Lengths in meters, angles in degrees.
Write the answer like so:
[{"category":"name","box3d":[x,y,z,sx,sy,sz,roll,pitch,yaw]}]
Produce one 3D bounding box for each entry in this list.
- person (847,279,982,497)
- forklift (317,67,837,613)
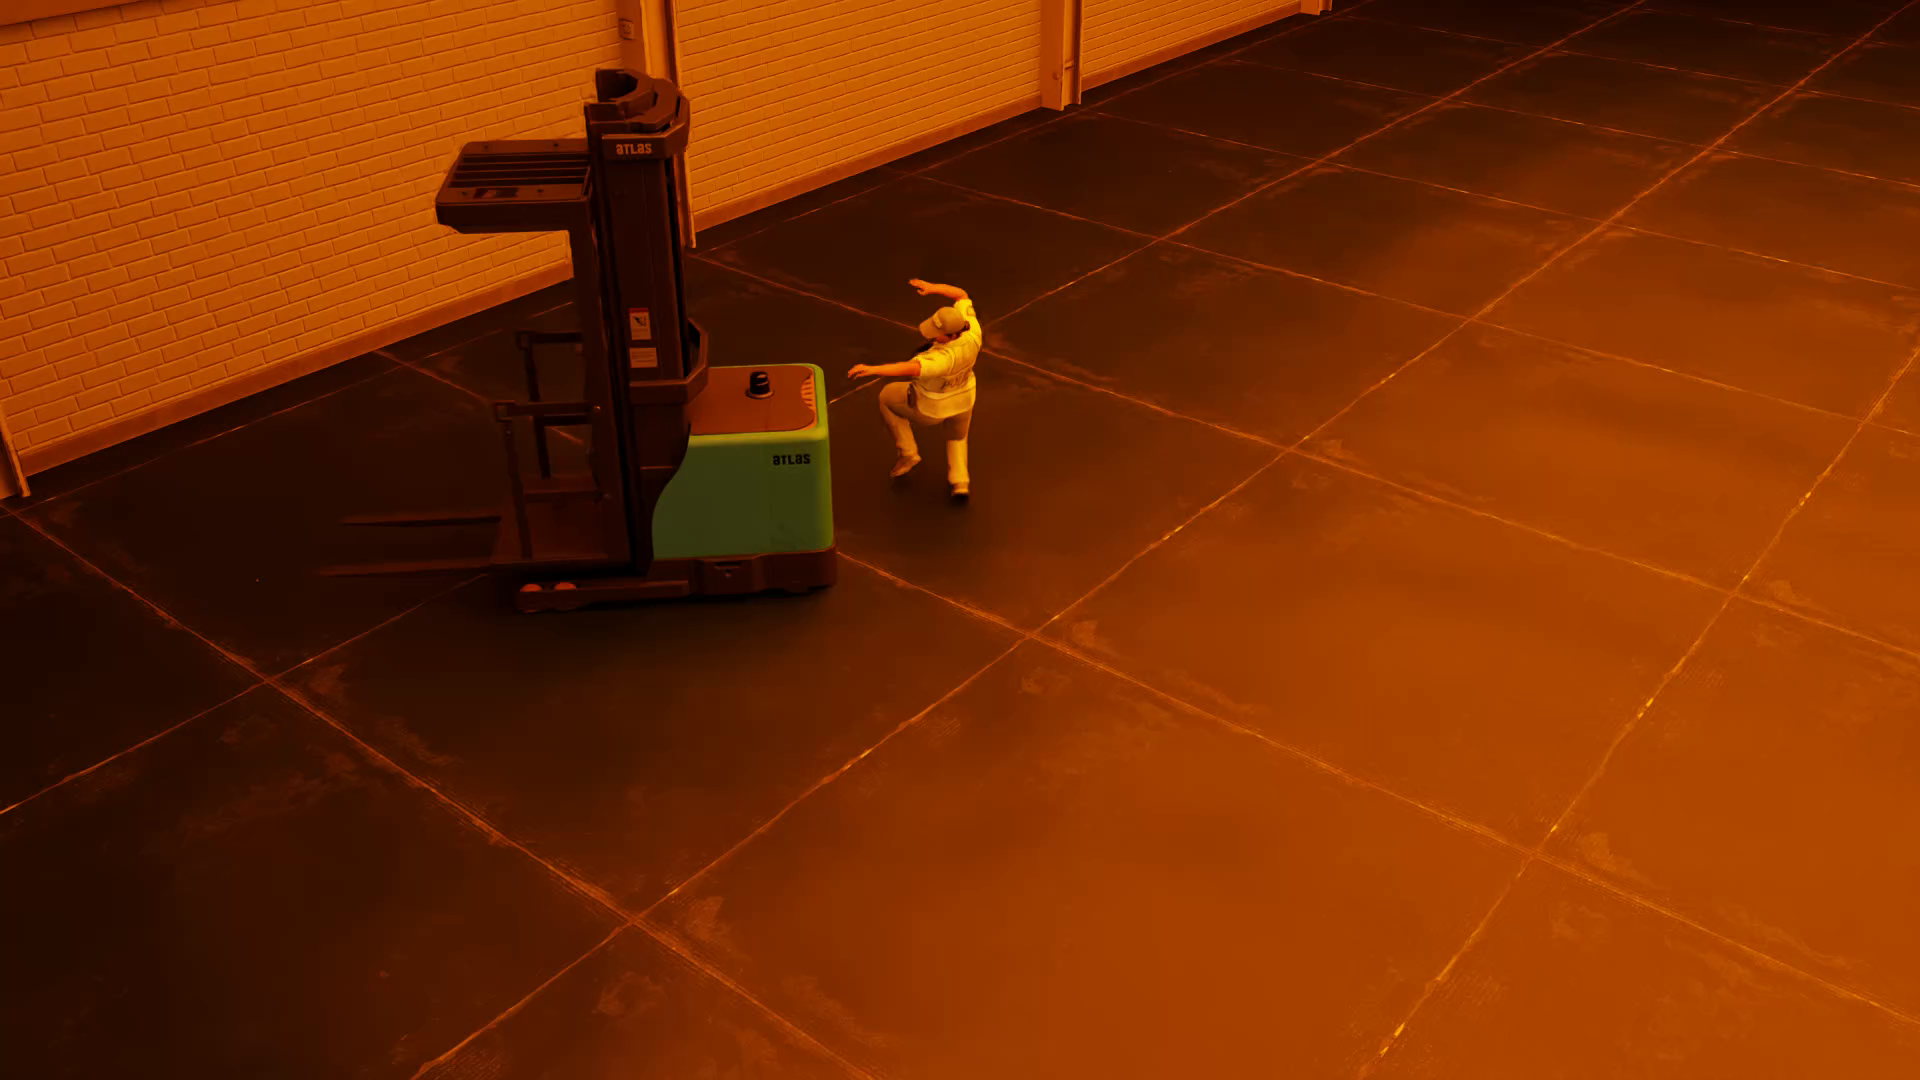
[{"category":"person","box3d":[-0.389,-0.934,10.674,1.021,1.508,0.815,-17,34,-26]},{"category":"forklift","box3d":[-2.287,-1.119,9.509,3.031,2.935,1.130,-3,30,-5]}]
